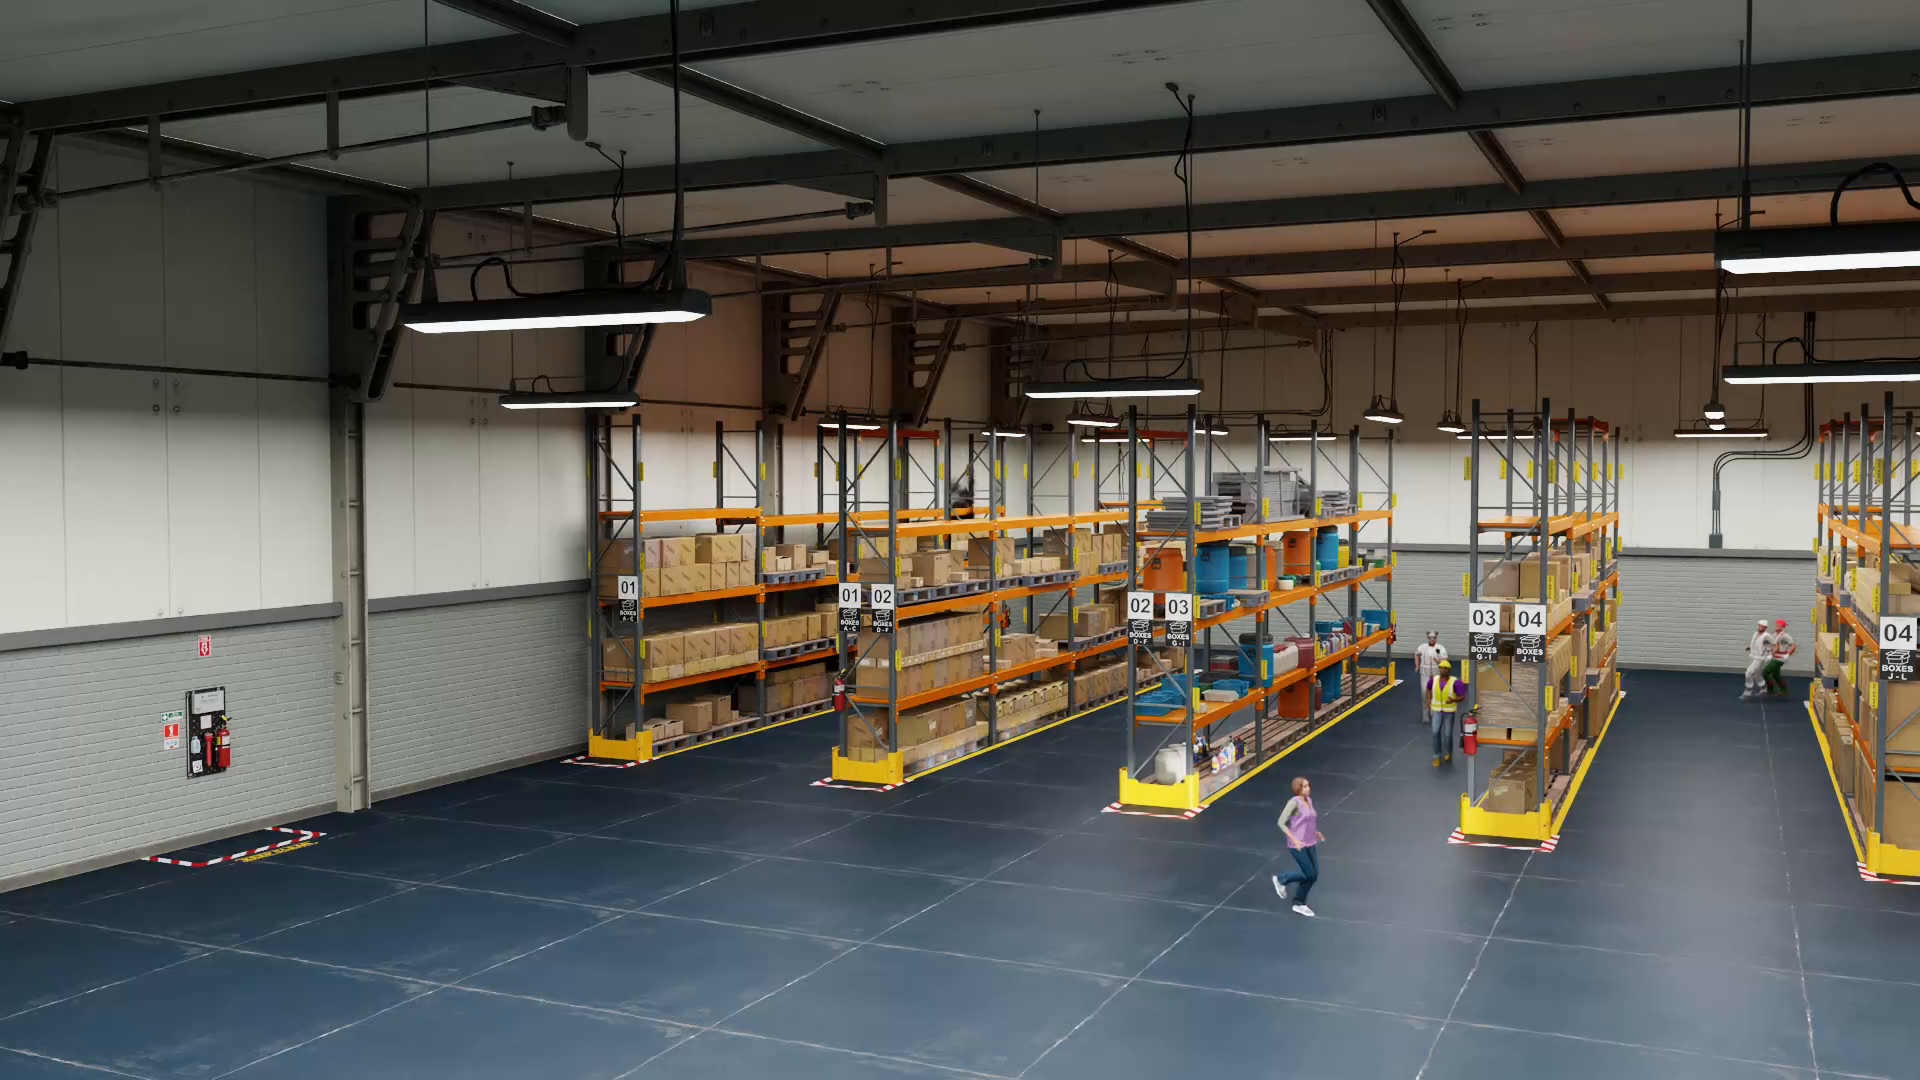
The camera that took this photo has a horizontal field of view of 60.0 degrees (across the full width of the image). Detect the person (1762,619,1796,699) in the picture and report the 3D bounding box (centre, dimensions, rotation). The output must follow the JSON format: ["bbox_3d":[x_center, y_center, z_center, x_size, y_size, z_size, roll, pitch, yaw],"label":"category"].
[{"bbox_3d":[17.957,2.631,36.513,0.671,1.786,0.716,0,2,6],"label":"person"}]

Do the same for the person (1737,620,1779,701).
[{"bbox_3d":[17.432,2.625,36.306,0.773,1.786,0.713,0,2,-9],"label":"person"}]

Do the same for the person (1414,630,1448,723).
[{"bbox_3d":[9.498,2.733,33.516,0.640,1.839,0.819,0,2,12],"label":"person"}]

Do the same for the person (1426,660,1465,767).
[{"bbox_3d":[8.263,2.964,28.382,0.685,1.830,0.692,1,3,26],"label":"person"}]

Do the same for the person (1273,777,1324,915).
[{"bbox_3d":[3.842,3.457,18.855,0.537,1.560,0.549,-2,3,-44],"label":"person"}]
